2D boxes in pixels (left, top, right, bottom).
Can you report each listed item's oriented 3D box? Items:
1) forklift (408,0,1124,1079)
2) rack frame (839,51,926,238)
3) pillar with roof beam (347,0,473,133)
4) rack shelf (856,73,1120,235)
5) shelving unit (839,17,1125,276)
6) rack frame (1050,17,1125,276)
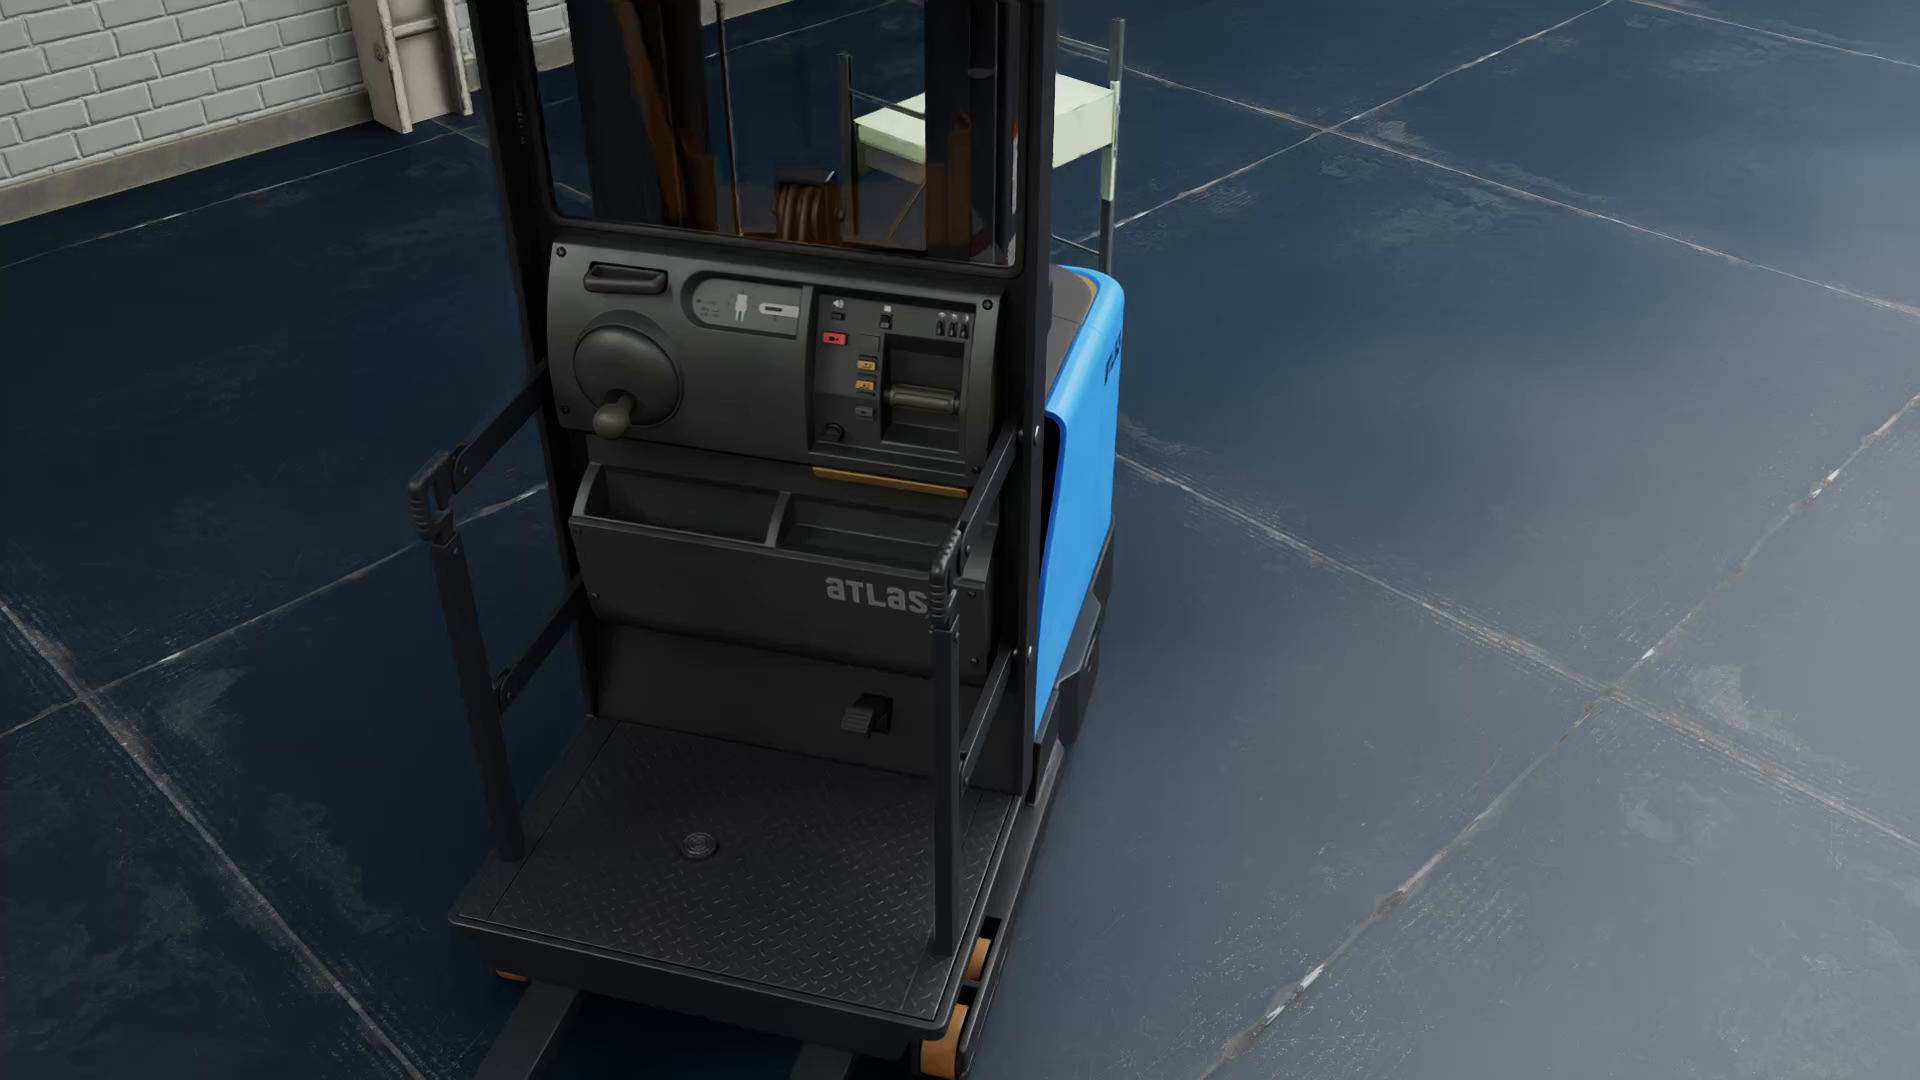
[{"bbox_3d":[-0.433,-0.293,3.108,1.130,2.935,3.031,9,36,12],"label":"forklift"},{"bbox_3d":[-0.176,-0.641,4.858,0.400,1.500,0.023,28,43,34],"label":"rack frame"},{"bbox_3d":[0.377,-4.072,3.222,9.100,9.000,0.400,30,45,35],"label":"pillar with roof beam"},{"bbox_3d":[0.071,-1.116,4.856,0.431,0.370,0.720,28,43,34],"label":"rack shelf"},{"bbox_3d":[0.071,-0.795,5.079,0.431,1.500,0.755,28,43,34],"label":"shelving unit"},{"bbox_3d":[0.319,-0.950,5.300,0.400,1.500,0.023,28,43,34],"label":"rack frame"}]
